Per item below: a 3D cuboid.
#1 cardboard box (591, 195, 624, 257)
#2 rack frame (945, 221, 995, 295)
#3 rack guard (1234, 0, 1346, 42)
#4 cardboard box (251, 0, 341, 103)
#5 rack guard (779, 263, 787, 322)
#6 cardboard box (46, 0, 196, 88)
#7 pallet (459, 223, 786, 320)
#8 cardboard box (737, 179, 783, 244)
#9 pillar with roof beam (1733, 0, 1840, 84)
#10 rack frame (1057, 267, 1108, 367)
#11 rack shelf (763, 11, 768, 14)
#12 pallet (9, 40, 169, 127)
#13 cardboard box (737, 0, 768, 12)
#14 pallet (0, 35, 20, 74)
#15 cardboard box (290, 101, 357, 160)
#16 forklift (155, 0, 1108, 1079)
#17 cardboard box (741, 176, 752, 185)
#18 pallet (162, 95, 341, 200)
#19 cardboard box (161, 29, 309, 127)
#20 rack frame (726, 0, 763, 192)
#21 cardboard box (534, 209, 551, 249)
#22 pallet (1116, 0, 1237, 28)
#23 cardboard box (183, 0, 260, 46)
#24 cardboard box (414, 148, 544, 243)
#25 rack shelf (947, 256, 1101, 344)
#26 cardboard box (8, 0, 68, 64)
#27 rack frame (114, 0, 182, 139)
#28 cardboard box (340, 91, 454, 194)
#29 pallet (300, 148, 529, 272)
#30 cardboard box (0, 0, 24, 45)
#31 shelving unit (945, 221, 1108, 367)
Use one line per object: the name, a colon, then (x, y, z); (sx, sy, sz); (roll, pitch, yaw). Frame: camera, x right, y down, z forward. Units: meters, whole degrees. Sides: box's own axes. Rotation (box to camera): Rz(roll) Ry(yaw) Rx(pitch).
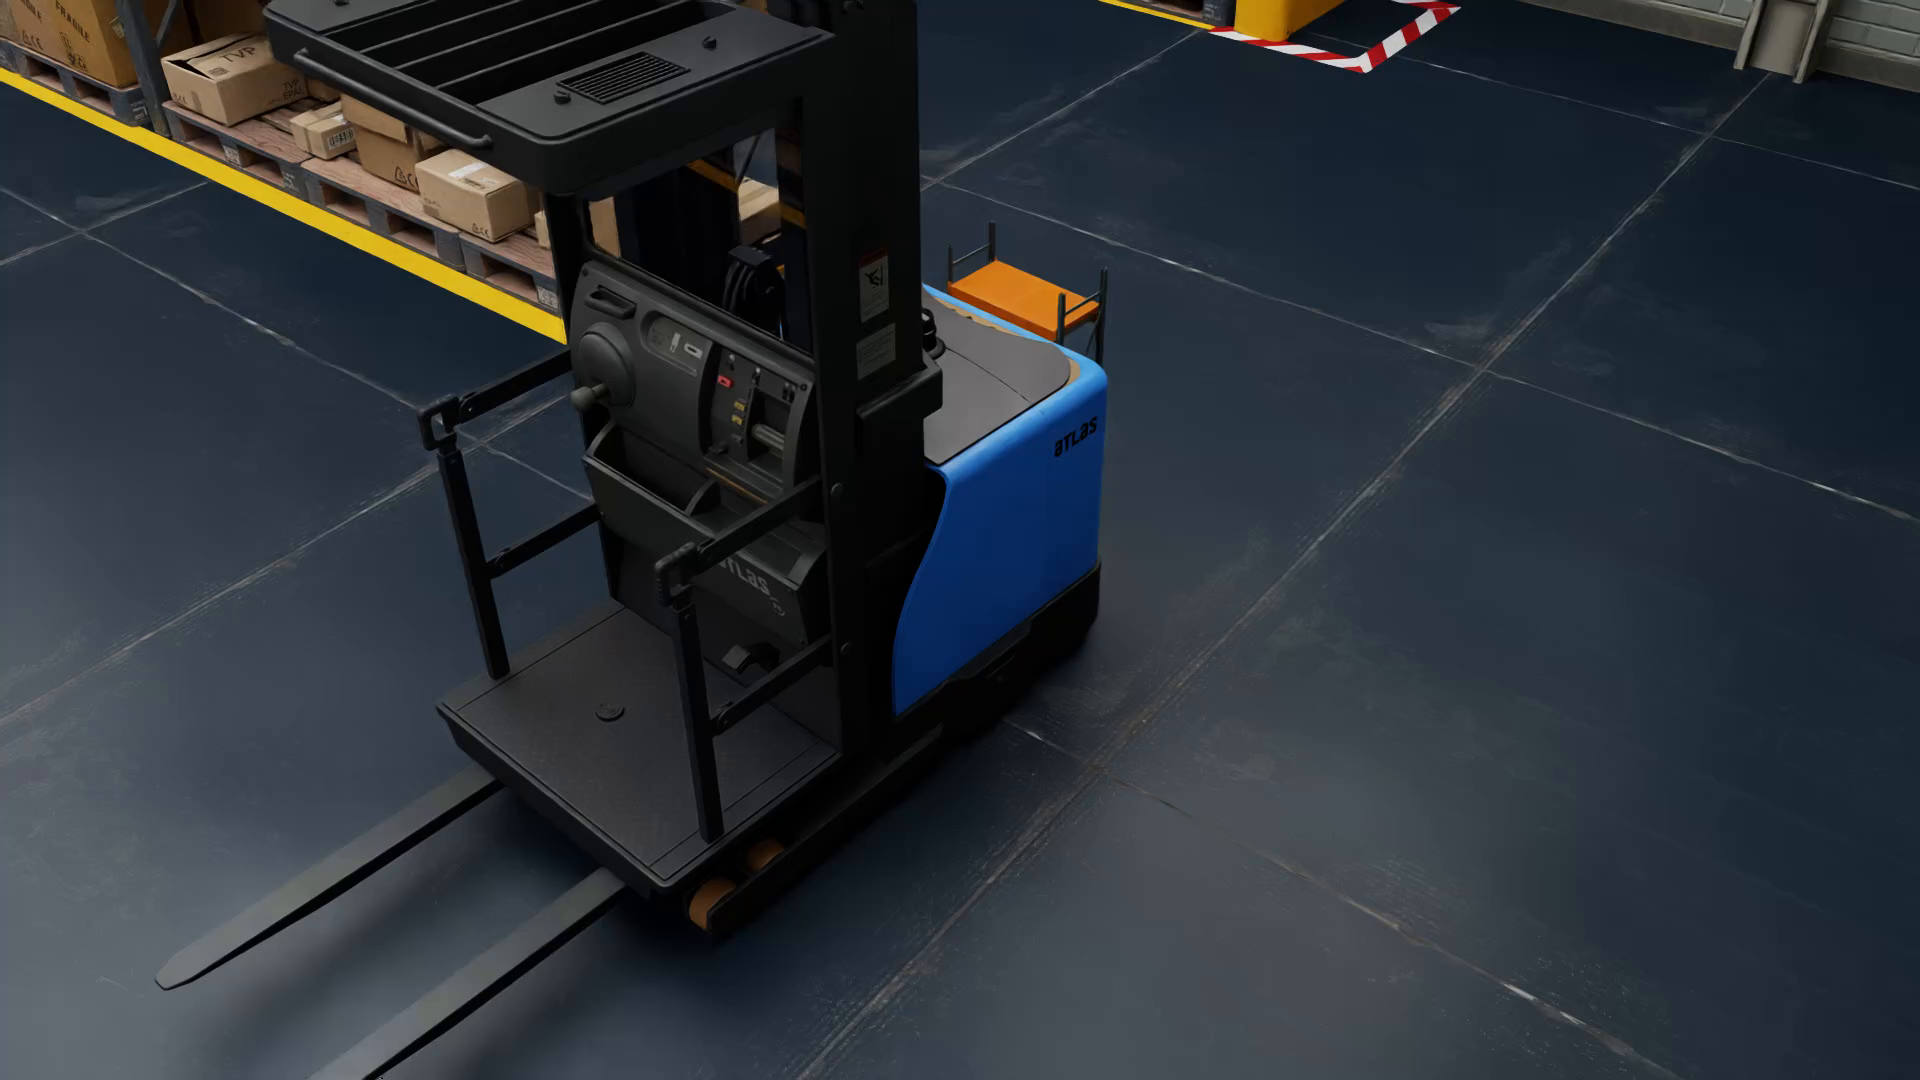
cardboard box: (-1.450, -1.400, 7.276); (0.500, 0.500, 0.500); (25, 45, 29)
rack frame: (0.036, -0.565, 5.998); (0.015, 1.200, 0.240); (29, 46, 32)
rack guard: (2.157, -3.562, 10.394); (0.348, 0.500, 1.175); (25, 45, 29)
cardboard box: (-3.421, -2.741, 8.988); (0.500, 0.500, 0.500); (25, 45, 29)
rack guard: (-0.929, -1.172, 7.342); (0.348, 0.500, 1.175); (25, 45, 29)
cardboard box: (-4.612, -2.860, 9.140); (0.500, 0.500, 0.500); (25, 44, 28)
pallet: (-1.563, -1.357, 7.812); (1.213, 0.211, 1.003); (25, 45, 29)
cardboard box: (-0.993, -1.504, 7.693); (0.250, 0.149, 0.380); (25, 45, 29)
pillar with roof beam: (2.192, -4.222, 4.342); (0.400, 9.000, 9.100); (25, 45, 29)
rack frame: (0.399, -0.364, 5.741); (0.015, 1.200, 0.240); (29, 46, 32)
rack shelf: (-2.457, -2.594, 7.713); (4.000, 0.370, 1.077); (25, 45, 29)
pallet: (-4.715, -2.814, 9.673); (1.213, 0.211, 1.003); (25, 45, 29)
cardboard box: (-1.061, -2.463, 6.881); (0.500, 0.500, 0.500); (26, 45, 29)
pallet: (-5.688, -3.271, 10.257); (1.213, 0.211, 1.003); (25, 45, 29)
cardboard box: (-3.151, -2.102, 8.442); (0.250, 0.166, 0.380); (25, 45, 29)
forklift: (-0.877, -0.374, 4.351); (1.130, 2.935, 3.031); (29, 46, 32)
cardboard box: (-1.191, -1.604, 7.807); (0.250, 0.166, 0.380); (25, 45, 29)
pallet: (-3.501, -2.270, 8.979); (1.213, 0.211, 1.003); (25, 45, 29)
cardboard box: (-3.844, -2.478, 8.805); (0.500, 0.311, 0.500); (25, 45, 29)
rack frame: (-0.869, -2.128, 6.535); (0.127, 3.000, 1.000); (25, 45, 29)
cardboard box: (-1.717, -1.464, 7.629); (0.250, 0.166, 0.380); (25, 45, 29)
pallet: (1.455, -3.718, 10.828); (1.213, 0.211, 1.003); (25, 45, 29)
cardboard box: (-4.282, -3.116, 9.467); (0.500, 0.500, 0.500); (23, 44, 27)
cardboard box: (-2.187, -1.672, 7.826); (0.500, 0.250, 0.500); (25, 45, 29)
rack shelf: (0.218, -0.774, 5.628); (0.480, 0.148, 0.258); (29, 46, 32)
cardboard box: (-5.000, -3.049, 9.382); (0.500, 0.500, 0.500); (25, 45, 29)
rack frame: (-4.046, -3.626, 8.448); (0.127, 3.000, 1.000); (25, 45, 29)
cardboard box: (-2.551, -2.115, 8.187); (0.637, 0.503, 0.797); (25, 45, 29)
pallet: (-2.528, -1.814, 8.396); (1.213, 0.211, 1.003); (25, 45, 29)
cardboard box: (-5.398, -3.237, 9.622); (0.500, 0.500, 0.500); (26, 45, 29)
shelving unit: (0.217, -0.464, 5.870); (0.503, 1.200, 0.258); (29, 46, 32)
